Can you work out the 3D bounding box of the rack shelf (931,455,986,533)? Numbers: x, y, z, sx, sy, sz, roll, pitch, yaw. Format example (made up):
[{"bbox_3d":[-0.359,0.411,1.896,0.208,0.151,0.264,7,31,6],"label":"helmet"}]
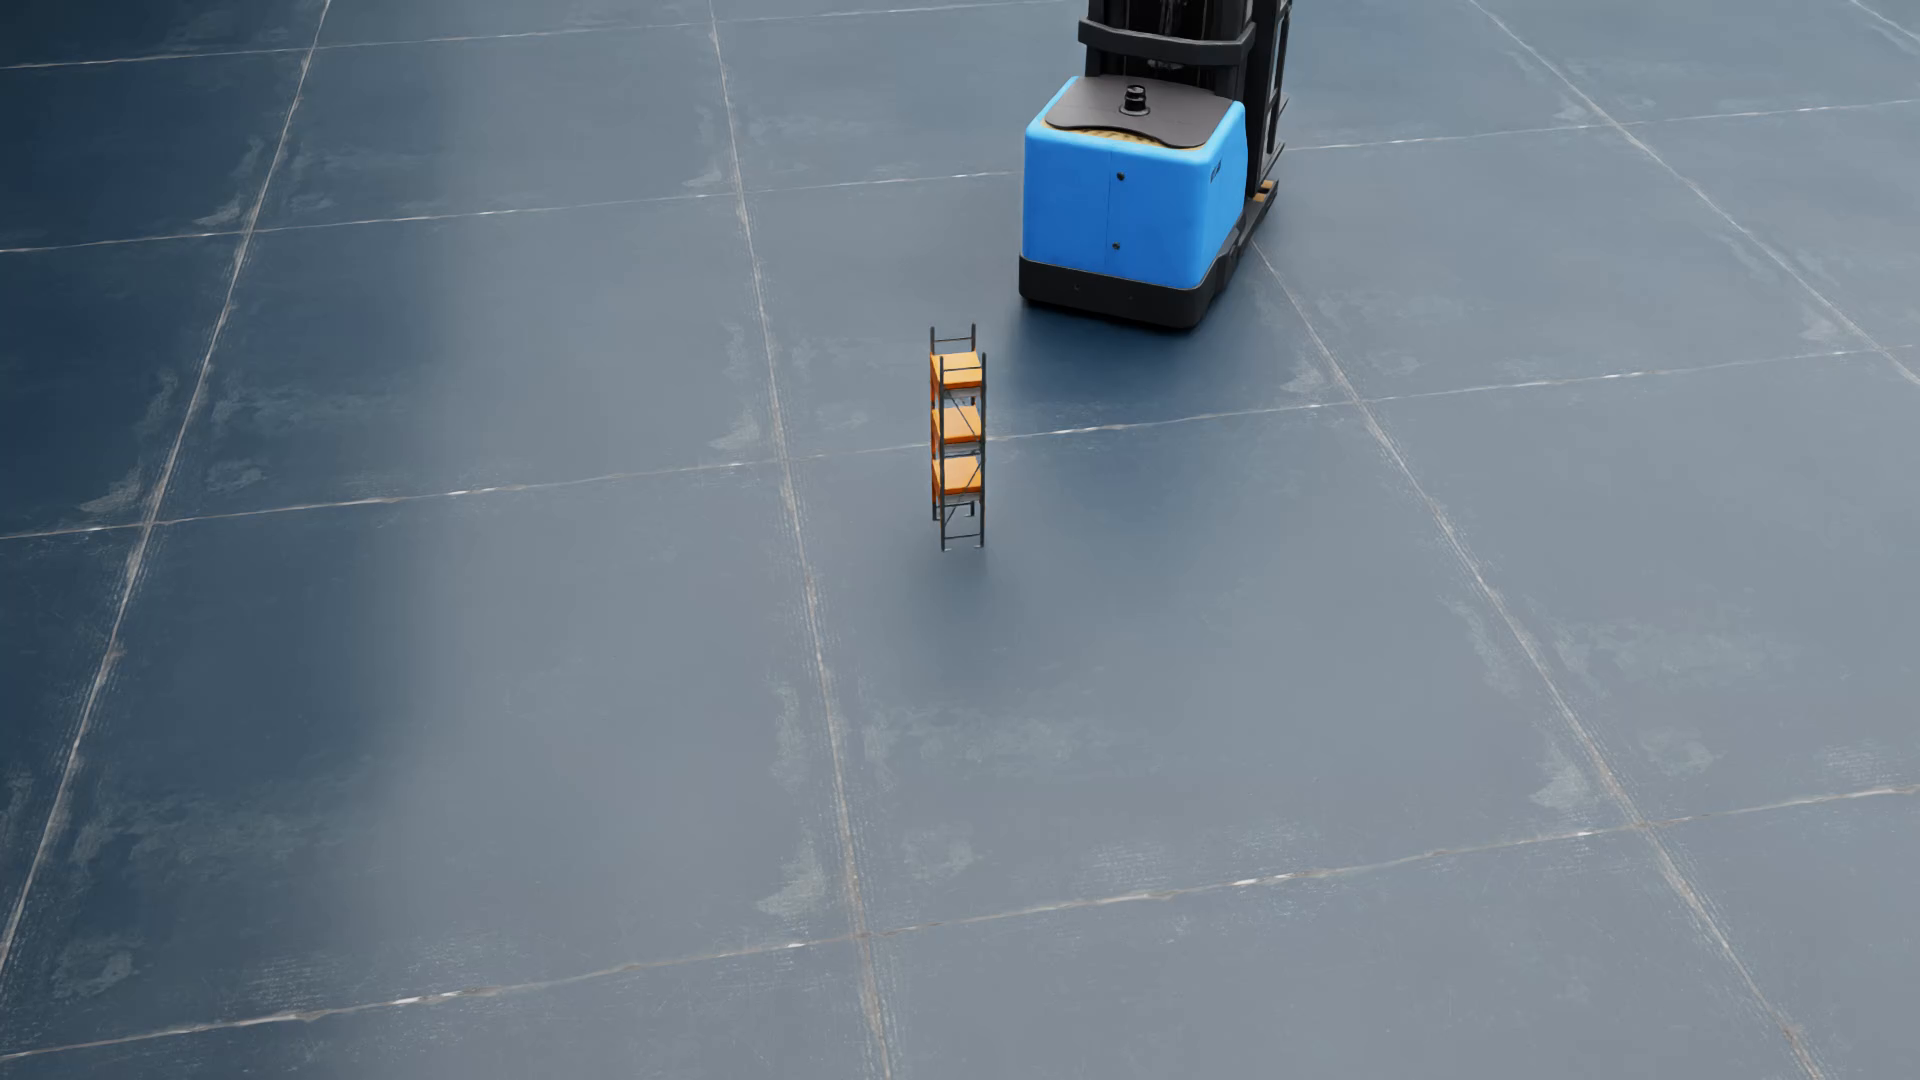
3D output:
[{"bbox_3d":[-0.009,-0.219,7.647,0.215,0.259,0.240,-6,38,-8],"label":"rack shelf"}]

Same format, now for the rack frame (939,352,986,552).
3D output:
[{"bbox_3d":[0.012,-0.373,7.375,0.200,1.050,0.008,-6,38,-8],"label":"rack frame"}]

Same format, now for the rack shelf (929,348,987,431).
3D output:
[{"bbox_3d":[-0.009,-0.663,7.302,0.215,0.259,0.240,-6,38,-8],"label":"rack shelf"}]

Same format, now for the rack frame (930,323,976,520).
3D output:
[{"bbox_3d":[-0.031,-0.521,7.564,0.200,1.050,0.008,-6,38,-8],"label":"rack frame"}]

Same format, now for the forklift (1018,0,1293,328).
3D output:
[{"bbox_3d":[1.352,-3.225,9.512,1.130,2.935,3.031,14,40,17],"label":"forklift"}]

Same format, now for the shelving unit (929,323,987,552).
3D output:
[{"bbox_3d":[-0.009,-0.447,7.470,0.215,1.050,0.252,-6,38,-8],"label":"shelving unit"}]

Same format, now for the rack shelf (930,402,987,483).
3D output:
[{"bbox_3d":[-0.009,-0.439,7.476,0.215,0.259,0.240,-6,38,-8],"label":"rack shelf"}]
